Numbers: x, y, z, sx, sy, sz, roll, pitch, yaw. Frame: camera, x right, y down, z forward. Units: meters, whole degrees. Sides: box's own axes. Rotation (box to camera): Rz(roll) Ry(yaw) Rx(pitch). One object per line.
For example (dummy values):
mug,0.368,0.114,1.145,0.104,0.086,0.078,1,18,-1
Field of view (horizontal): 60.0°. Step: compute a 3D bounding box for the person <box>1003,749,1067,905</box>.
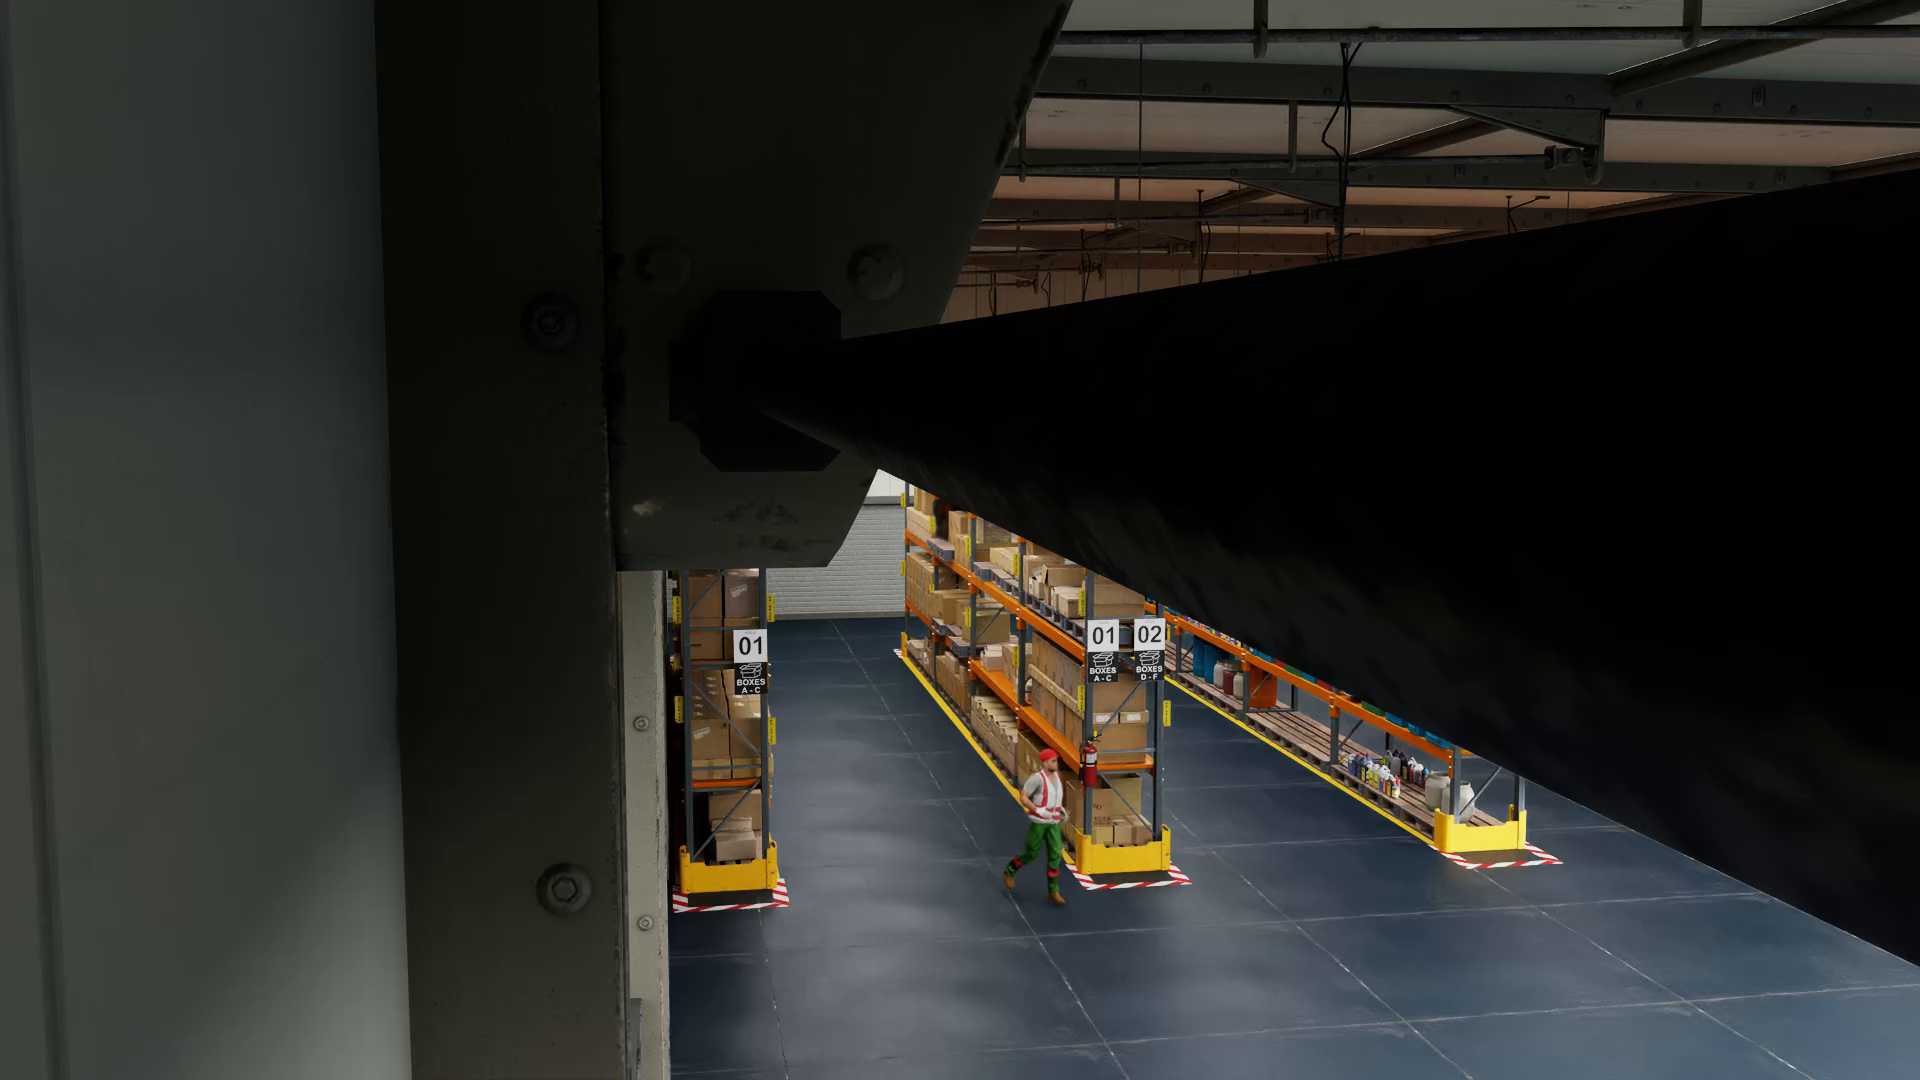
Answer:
person,1.040,3.377,19.901,0.717,1.756,0.985,-5,8,-38
